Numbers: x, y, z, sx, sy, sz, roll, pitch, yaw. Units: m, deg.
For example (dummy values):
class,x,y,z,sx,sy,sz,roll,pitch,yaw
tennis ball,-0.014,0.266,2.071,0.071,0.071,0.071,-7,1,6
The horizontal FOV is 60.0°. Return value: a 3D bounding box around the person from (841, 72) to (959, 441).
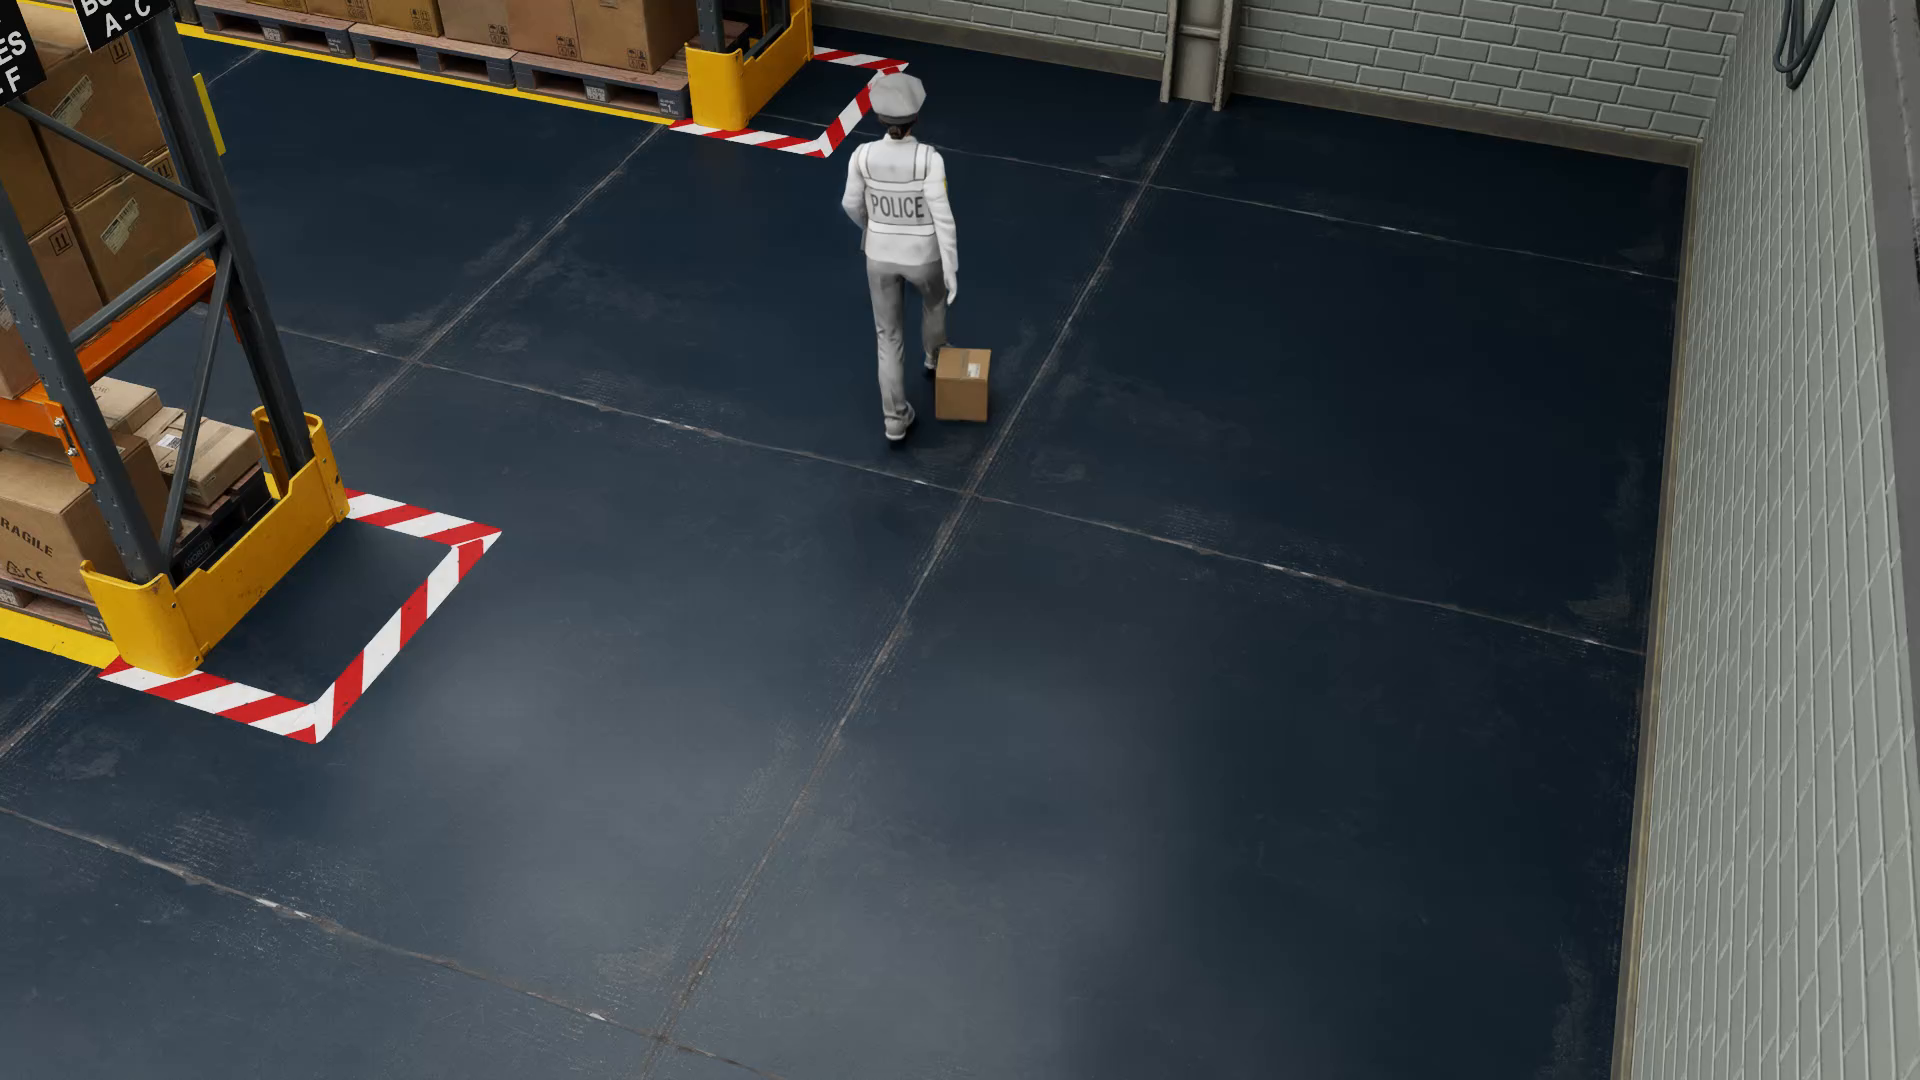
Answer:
class,x,y,z,sx,sy,sz,roll,pitch,yaw
person,-0.264,-1.326,7.659,0.563,1.670,0.859,4,42,5
